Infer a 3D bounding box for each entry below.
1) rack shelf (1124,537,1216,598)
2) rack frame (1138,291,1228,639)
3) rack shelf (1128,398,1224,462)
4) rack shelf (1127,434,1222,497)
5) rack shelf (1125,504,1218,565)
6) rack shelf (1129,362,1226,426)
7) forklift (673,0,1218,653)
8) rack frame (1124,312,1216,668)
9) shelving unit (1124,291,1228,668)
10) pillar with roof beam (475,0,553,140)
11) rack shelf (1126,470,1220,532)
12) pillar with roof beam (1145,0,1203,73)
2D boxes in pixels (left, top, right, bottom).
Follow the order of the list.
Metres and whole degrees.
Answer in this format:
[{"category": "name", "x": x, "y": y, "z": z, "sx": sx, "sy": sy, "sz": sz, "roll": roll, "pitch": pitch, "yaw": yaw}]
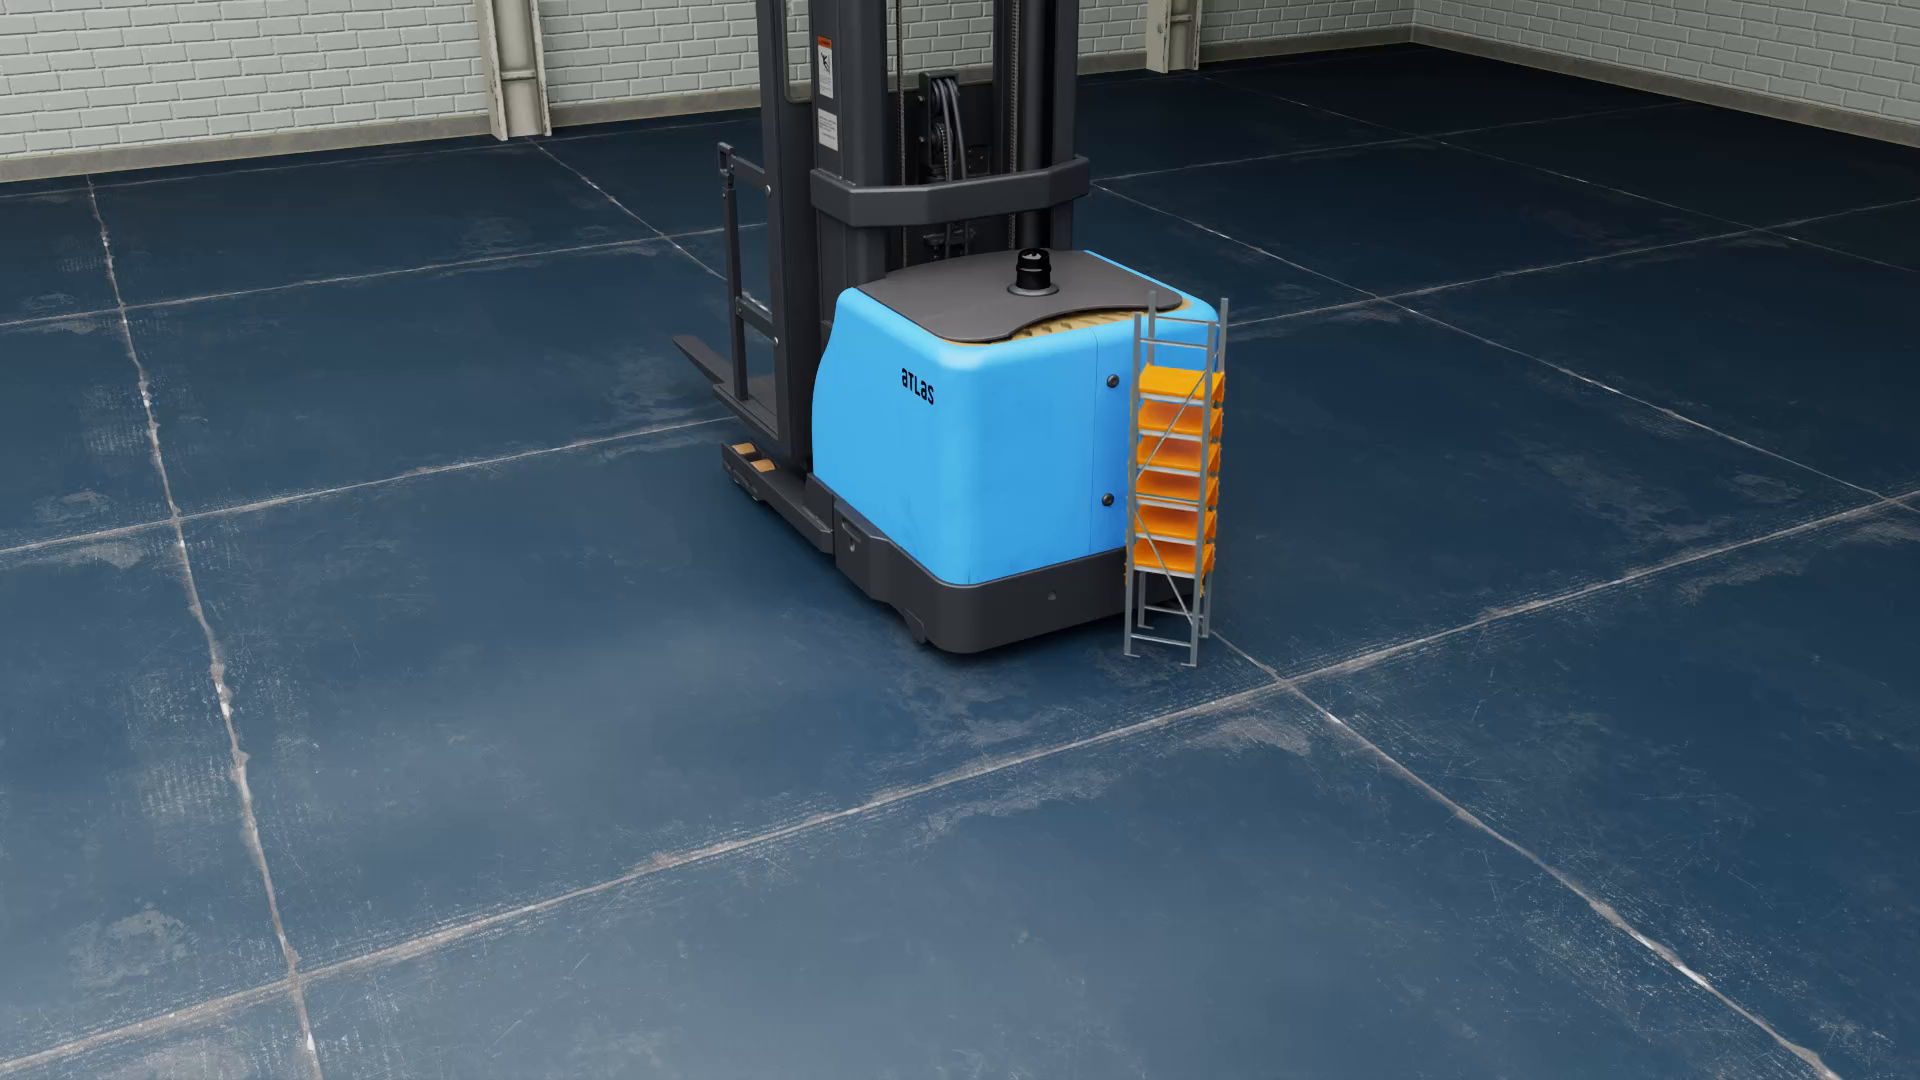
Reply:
[{"category": "rack shelf", "x": 0.675, "y": 0.079, "z": 5.343, "sx": 0.258, "sy": 0.103, "sz": 0.180, "roll": 9, "pitch": 31, "yaw": 18}, {"category": "rack frame", "x": 0.699, "y": -0.212, "z": 5.278, "sx": 0.240, "sy": 1.200, "sz": 0.006, "roll": 9, "pitch": 31, "yaw": 18}, {"category": "rack shelf", "x": 0.664, "y": -0.339, "z": 5.107, "sx": 0.258, "sy": 0.103, "sz": 0.180, "roll": 9, "pitch": 31, "yaw": 18}, {"category": "rack shelf", "x": 0.667, "y": -0.235, "z": 5.166, "sx": 0.258, "sy": 0.103, "sz": 0.180, "roll": 9, "pitch": 31, "yaw": 18}, {"category": "rack shelf", "x": 0.673, "y": -0.026, "z": 5.284, "sx": 0.258, "sy": 0.103, "sz": 0.180, "roll": 9, "pitch": 31, "yaw": 18}, {"category": "rack shelf", "x": 0.661, "y": -0.444, "z": 5.048, "sx": 0.258, "sy": 0.103, "sz": 0.180, "roll": 9, "pitch": 31, "yaw": 18}, {"category": "forklift", "x": -0.303, "y": -1.559, "z": 6.110, "sx": 1.130, "sy": 2.935, "sz": 3.031, "roll": -13, "pitch": 29, "yaw": -26}, {"category": "rack frame", "x": 0.638, "y": -0.126, "z": 5.129, "sx": 0.240, "sy": 1.200, "sz": 0.006, "roll": 9, "pitch": 31, "yaw": 18}, {"category": "shelving unit", "x": 0.669, "y": -0.169, "z": 5.203, "sx": 0.258, "sy": 1.200, "sz": 0.189, "roll": 9, "pitch": 31, "yaw": 18}, {"category": "pillar with roof beam", "x": -1.327, "y": -5.517, "z": 7.344, "sx": 0.400, "sy": 9.000, "sz": 9.100, "roll": -13, "pitch": 29, "yaw": -25}, {"category": "rack shelf", "x": 0.670, "y": -0.130, "z": 5.225, "sx": 0.258, "sy": 0.103, "sz": 0.180, "roll": 9, "pitch": 31, "yaw": 18}, {"category": "pillar with roof beam", "x": 3.967, "y": -6.739, "z": 9.889, "sx": 0.400, "sy": 9.000, "sz": 9.100, "roll": -13, "pitch": 29, "yaw": -25}]
